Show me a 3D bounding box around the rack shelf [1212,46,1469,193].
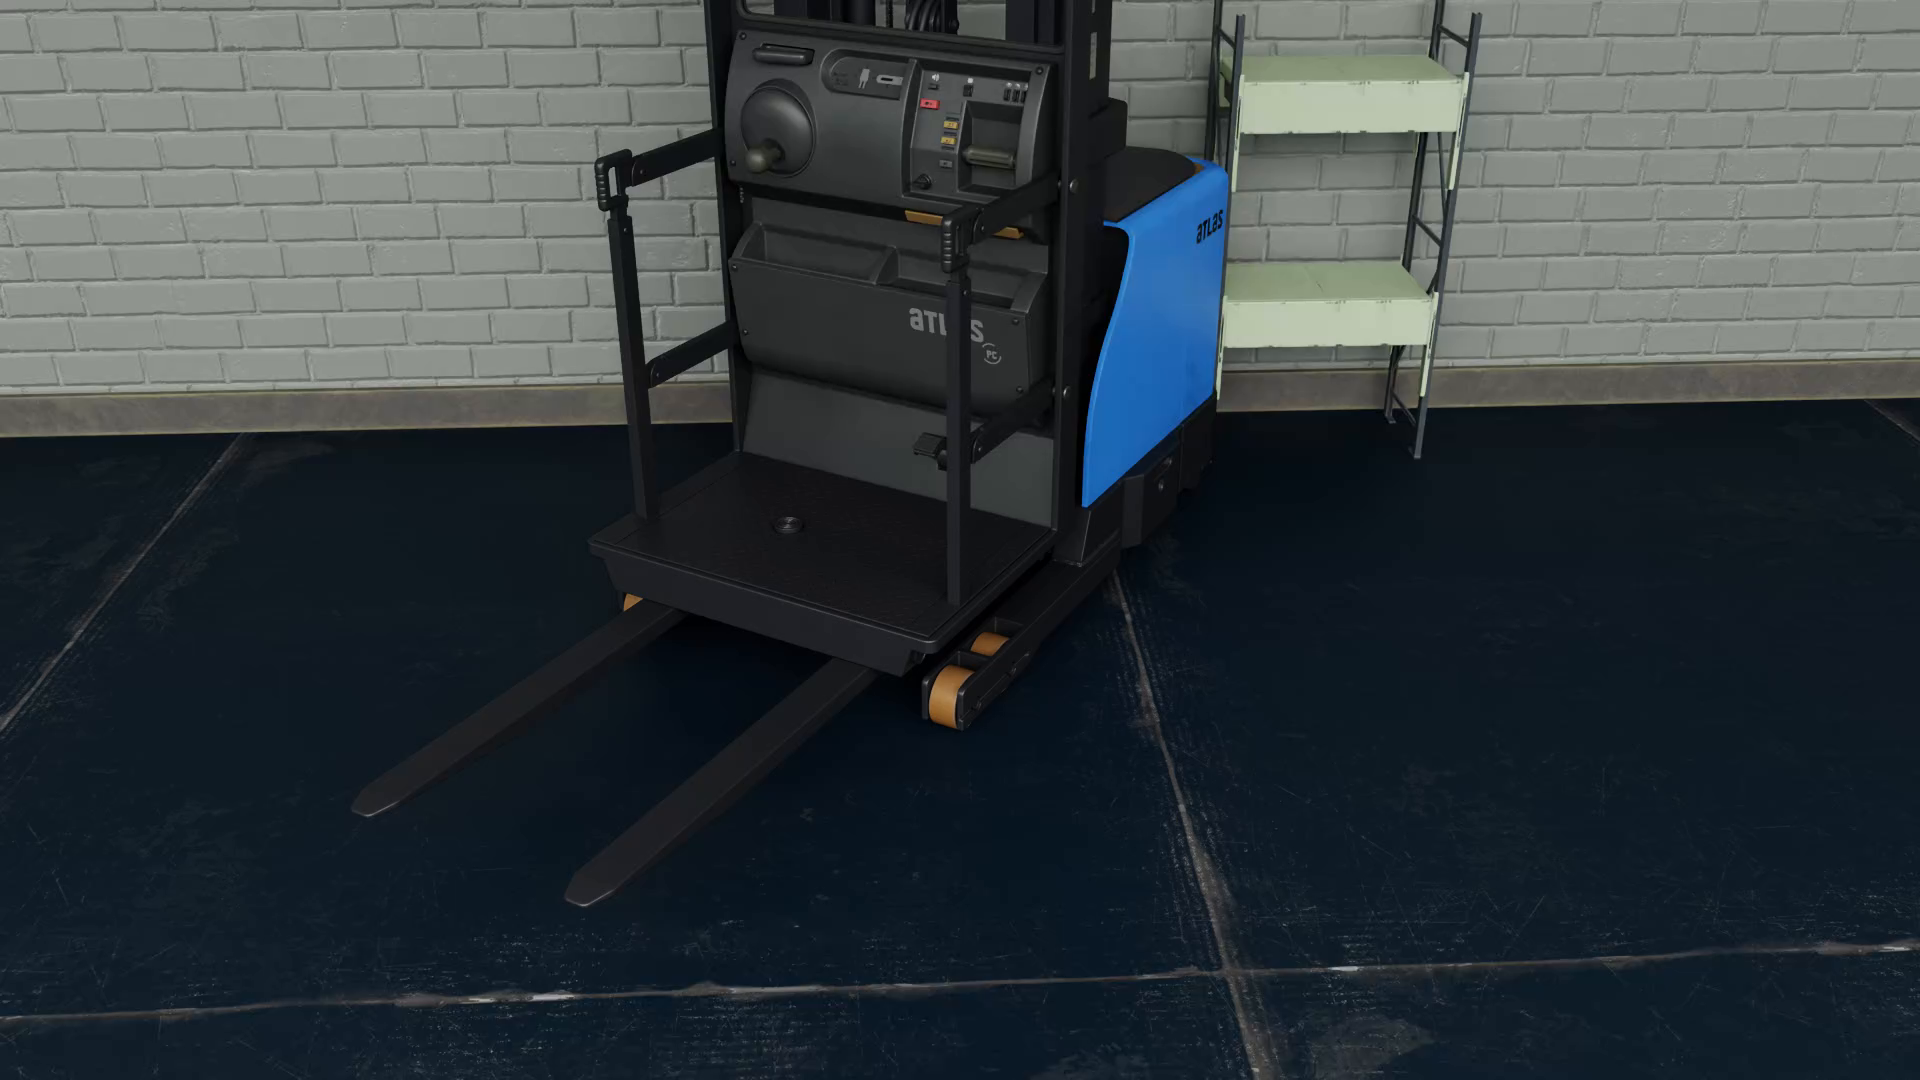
[{"bbox_3d":[1.217,-1.377,5.424,0.720,0.370,0.431,-1,28,-2],"label":"rack shelf"}]

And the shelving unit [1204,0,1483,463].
[{"bbox_3d":[1.217,-1.031,5.604,0.755,1.500,0.431,-1,28,-2],"label":"shelving unit"}]

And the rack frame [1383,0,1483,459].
[{"bbox_3d":[1.582,-1.038,5.619,0.023,1.500,0.400,-1,28,-2],"label":"rack frame"}]

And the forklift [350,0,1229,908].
[{"bbox_3d":[-0.305,-1.048,4.090,1.130,2.935,3.031,15,31,26],"label":"forklift"}]

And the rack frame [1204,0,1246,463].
[{"bbox_3d":[0.851,-1.023,5.590,0.023,1.500,0.400,-1,28,-2],"label":"rack frame"}]

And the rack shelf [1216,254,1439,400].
[{"bbox_3d":[1.217,-0.742,5.755,0.720,0.370,0.431,-1,28,-2],"label":"rack shelf"}]
